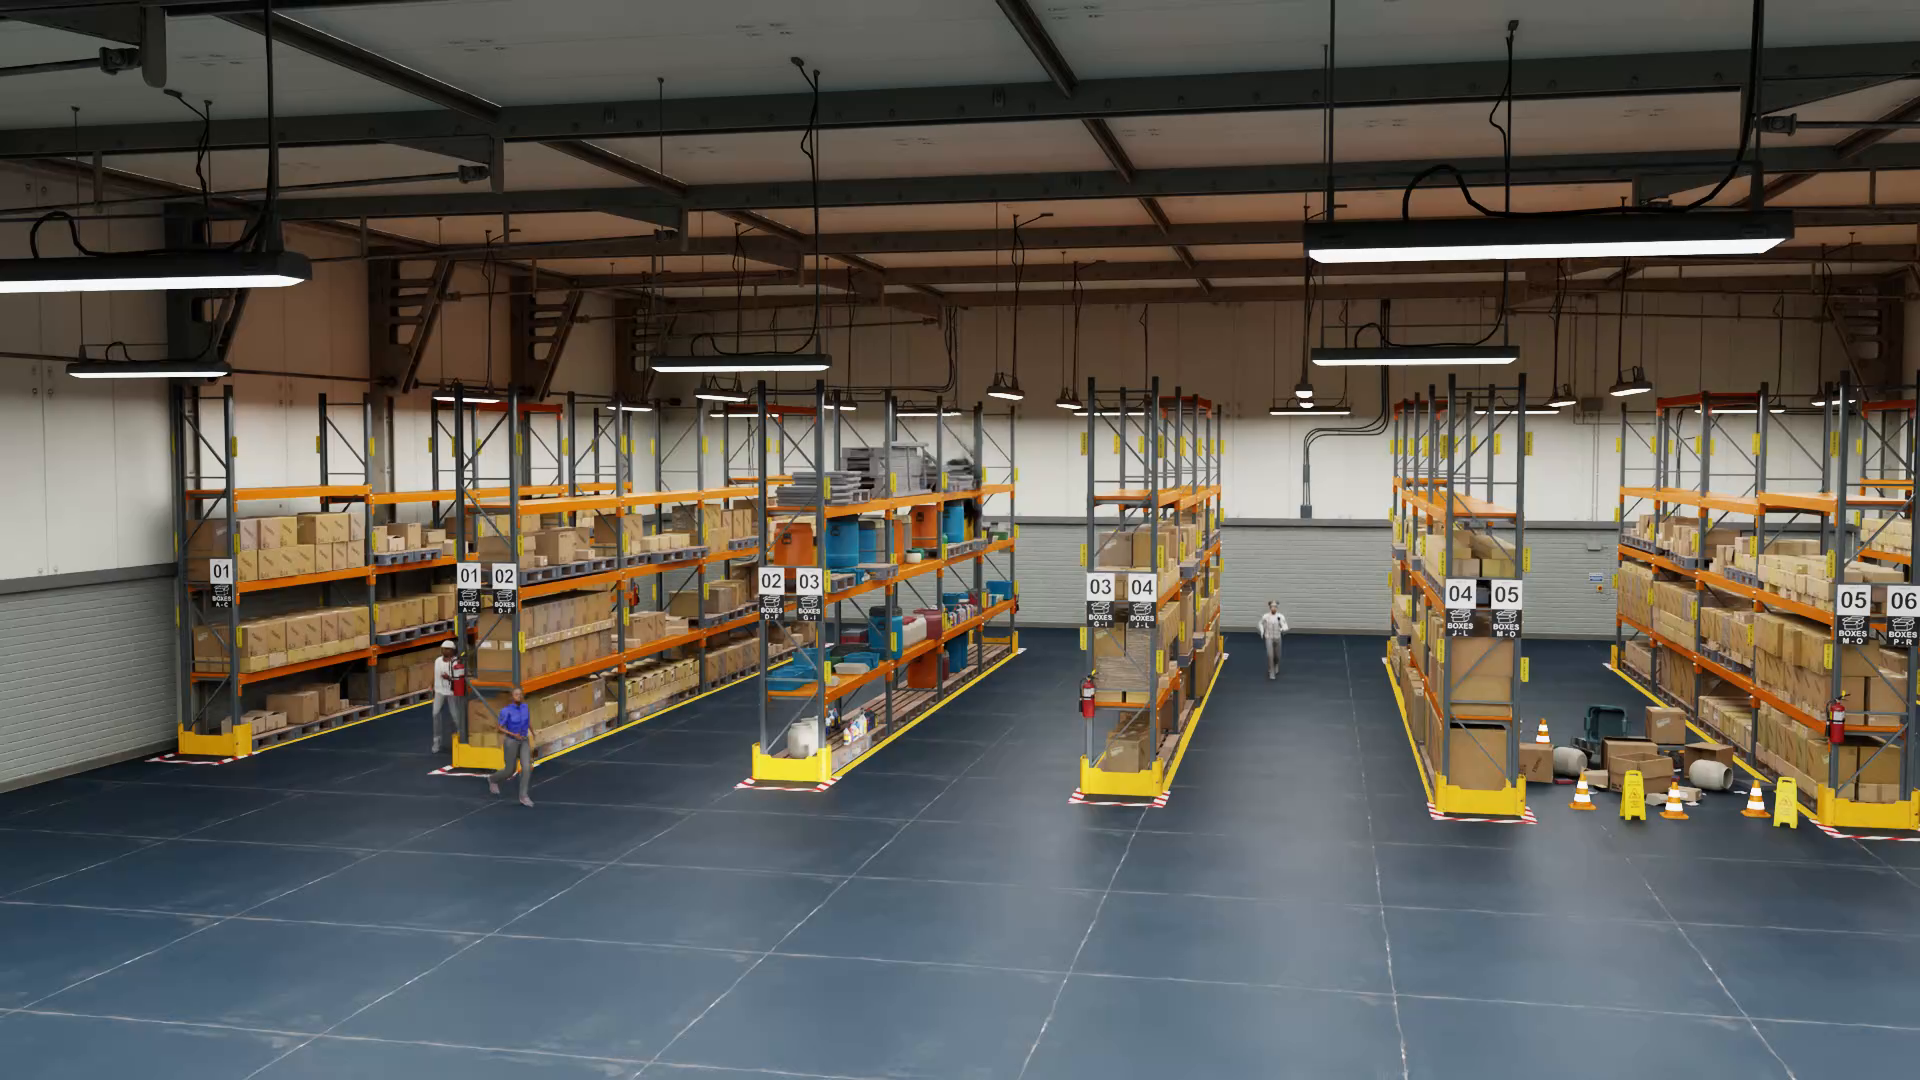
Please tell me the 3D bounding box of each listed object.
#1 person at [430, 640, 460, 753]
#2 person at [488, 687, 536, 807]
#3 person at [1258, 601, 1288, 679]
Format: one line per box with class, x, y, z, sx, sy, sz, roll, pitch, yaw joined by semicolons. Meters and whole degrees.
person;-8.491;2.567;27.585;0.677;1.823;0.799;0;3;8
person;-6.265;2.885;23.403;0.850;1.657;0.588;3;4;42
person;6.783;2.137;36.013;0.623;1.671;0.896;0;3;7
